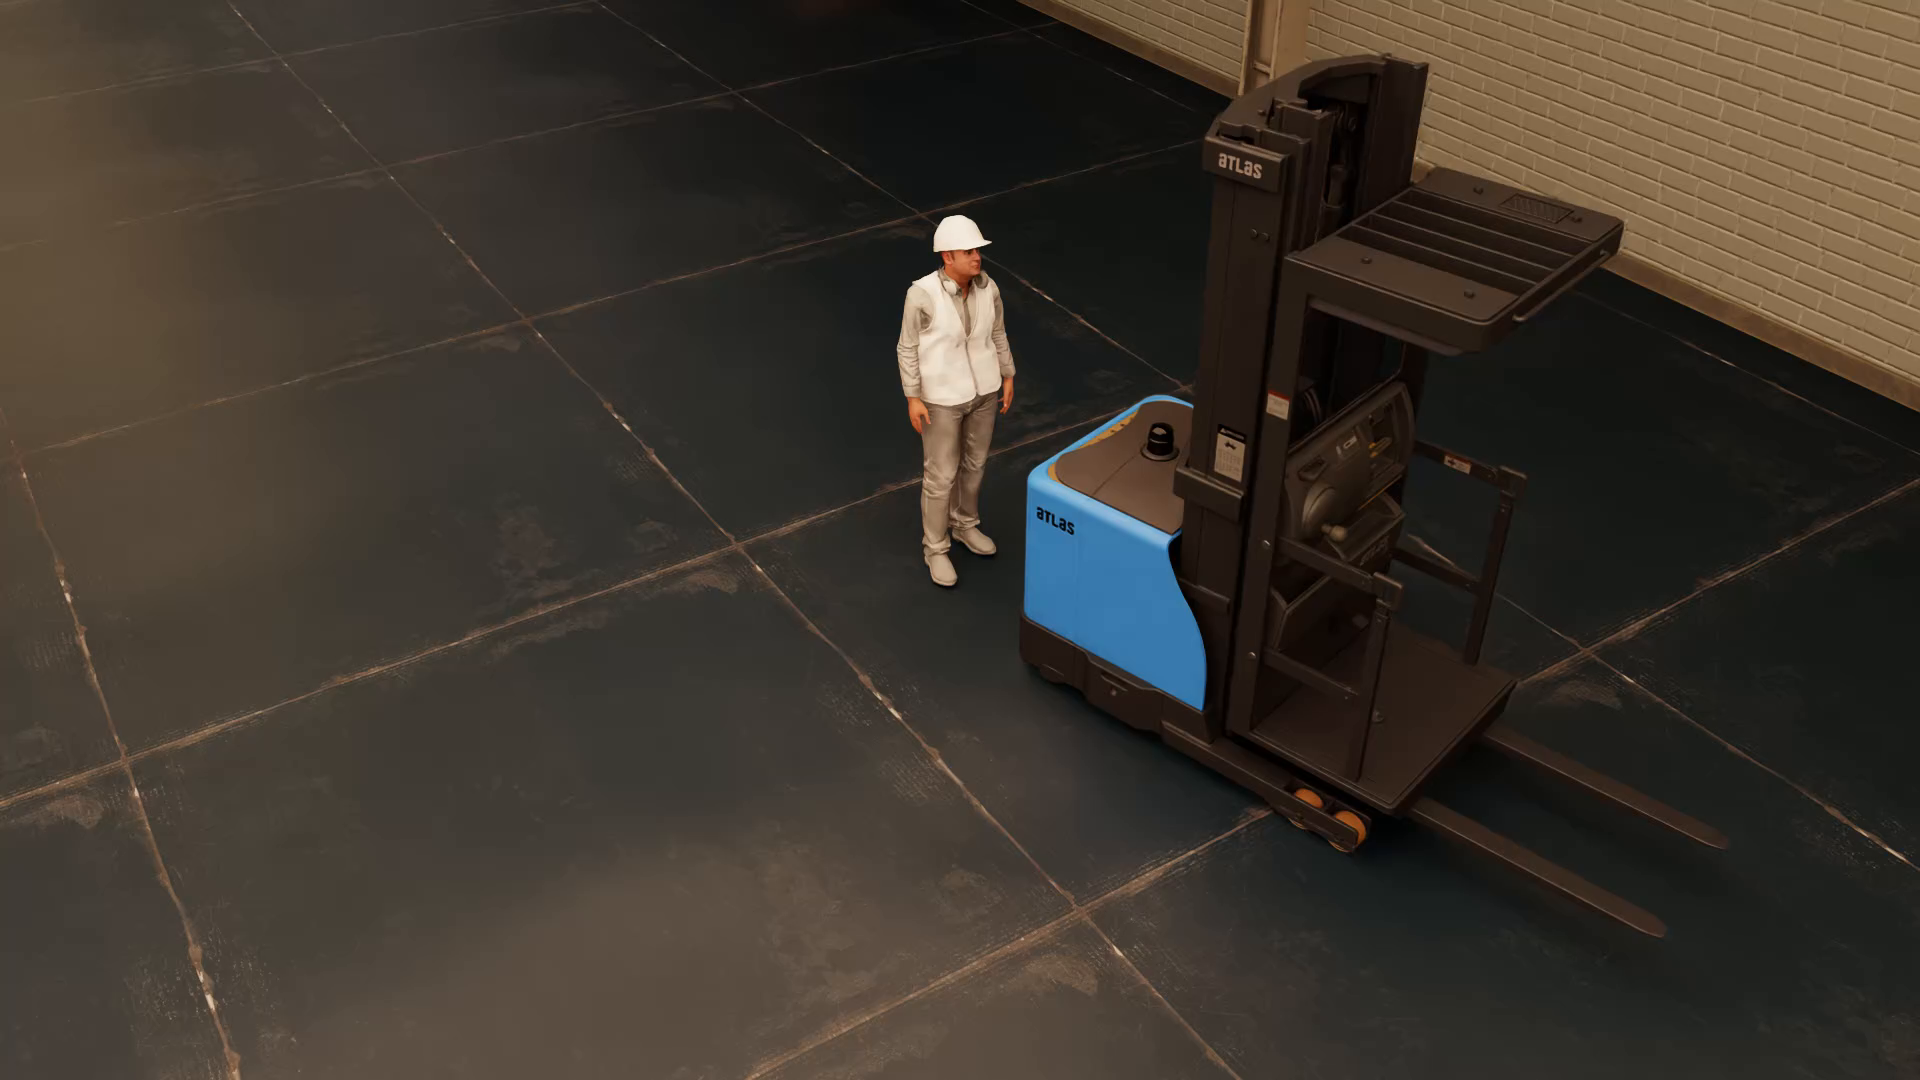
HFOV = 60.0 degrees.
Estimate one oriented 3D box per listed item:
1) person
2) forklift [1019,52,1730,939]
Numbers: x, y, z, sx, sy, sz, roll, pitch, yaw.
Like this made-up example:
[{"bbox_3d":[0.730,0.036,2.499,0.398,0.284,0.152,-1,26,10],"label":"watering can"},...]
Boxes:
[{"bbox_3d":[0.027,-0.700,8.137,0.632,1.773,0.568,-21,40,-27],"label":"person"},{"bbox_3d":[1.712,-0.256,6.513,3.031,2.935,1.130,27,43,33],"label":"forklift"}]
